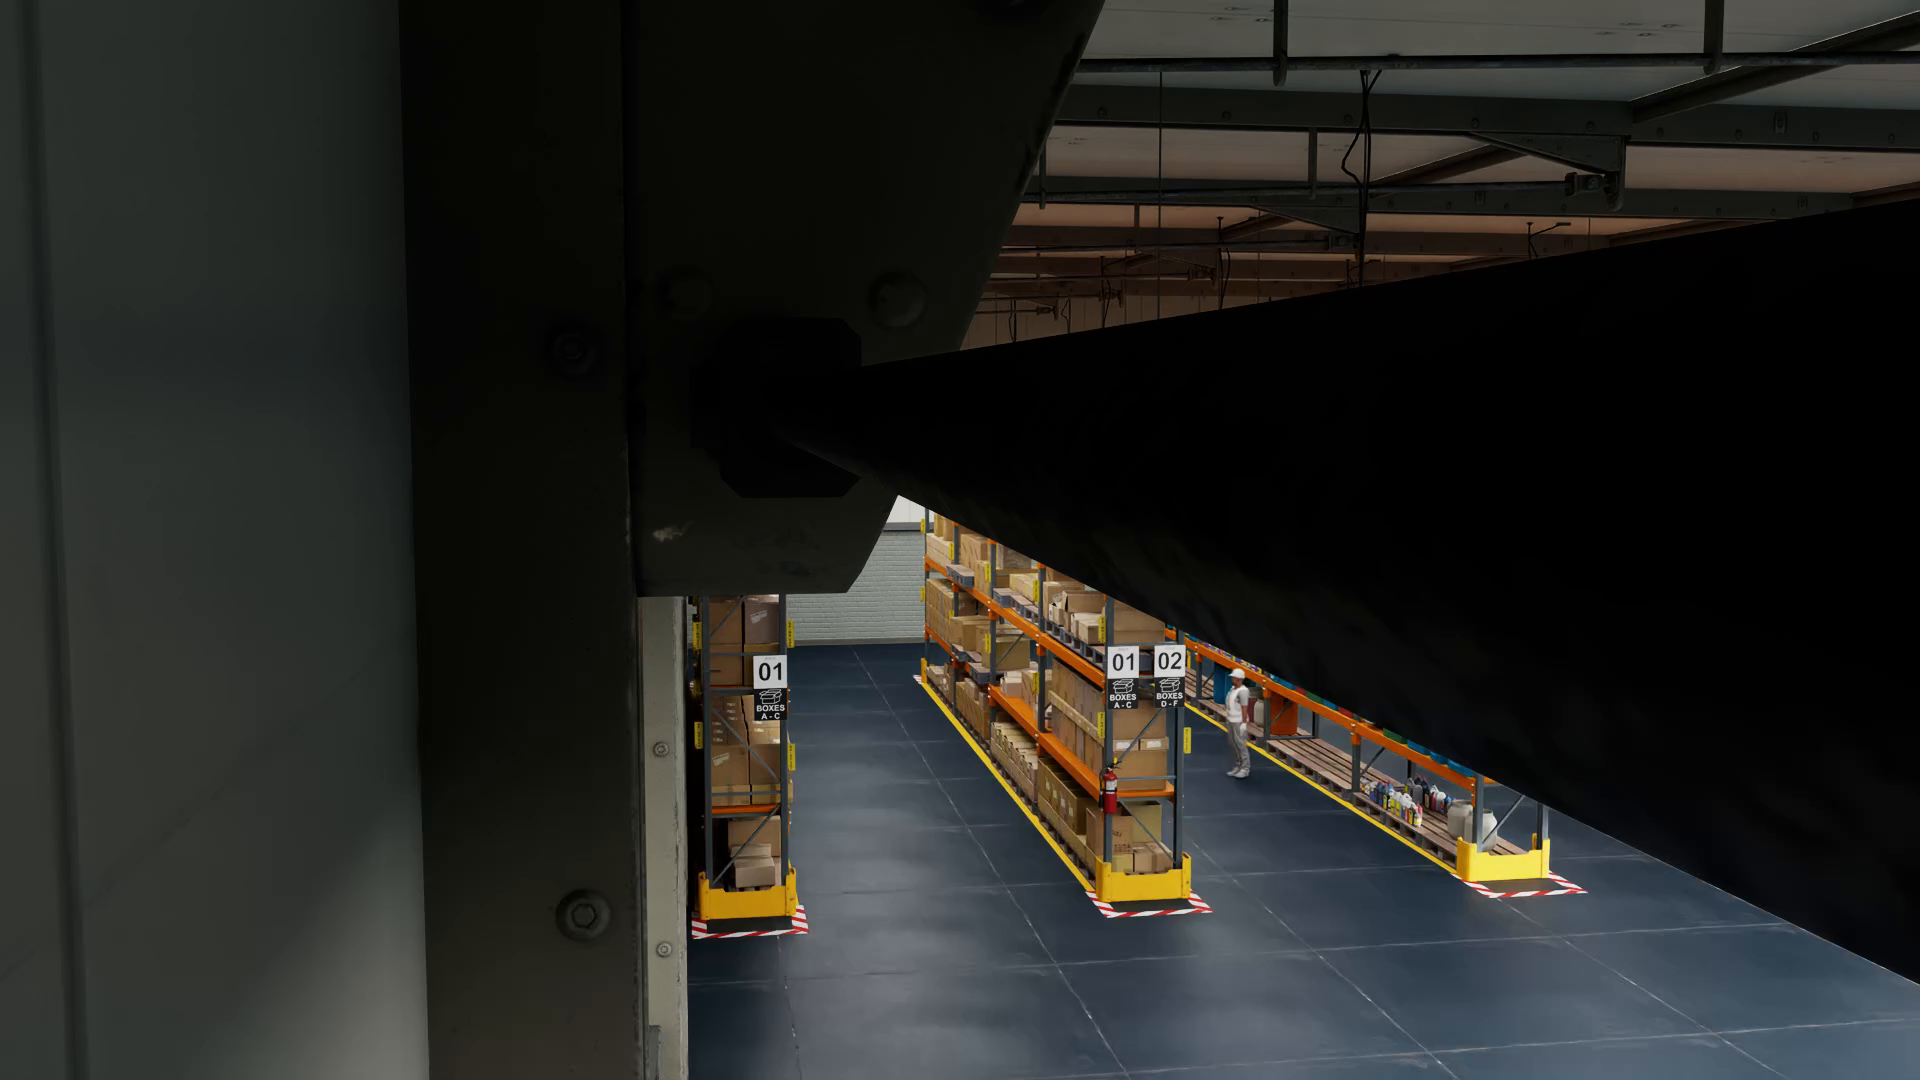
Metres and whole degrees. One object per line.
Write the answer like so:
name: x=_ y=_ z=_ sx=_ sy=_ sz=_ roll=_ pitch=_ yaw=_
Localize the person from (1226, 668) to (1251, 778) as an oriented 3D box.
person: x=4.597 y=3.027 z=27.476 sx=0.371 sy=1.820 sz=0.661 roll=-1 pitch=5 yaw=-11
